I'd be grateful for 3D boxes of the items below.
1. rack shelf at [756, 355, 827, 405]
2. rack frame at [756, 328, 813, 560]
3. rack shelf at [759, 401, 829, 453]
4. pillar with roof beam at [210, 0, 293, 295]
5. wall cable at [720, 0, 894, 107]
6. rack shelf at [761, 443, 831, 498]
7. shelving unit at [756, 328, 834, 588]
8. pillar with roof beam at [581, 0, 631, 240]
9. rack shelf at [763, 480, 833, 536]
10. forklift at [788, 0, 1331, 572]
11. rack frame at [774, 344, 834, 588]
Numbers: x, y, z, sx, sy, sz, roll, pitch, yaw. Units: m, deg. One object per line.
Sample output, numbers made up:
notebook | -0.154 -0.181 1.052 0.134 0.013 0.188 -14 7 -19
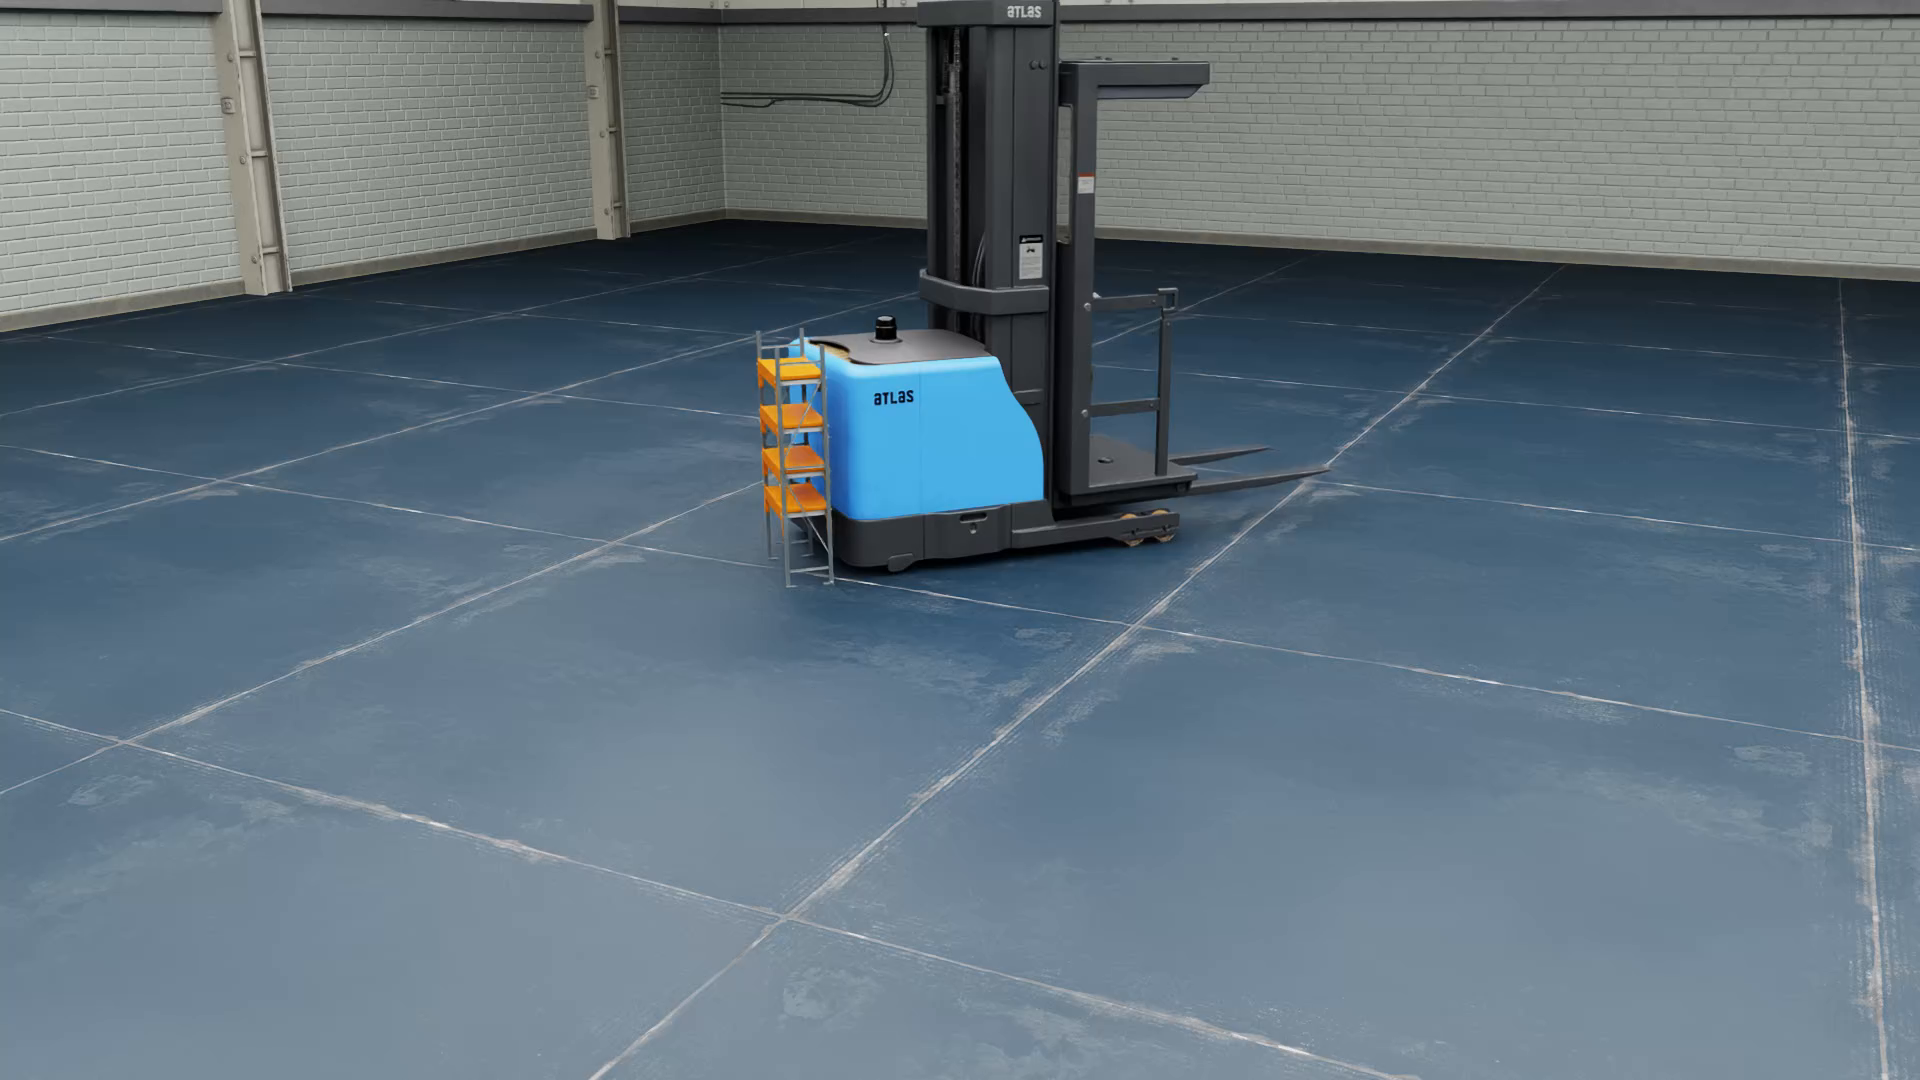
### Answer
rack shelf | -0.832 -0.792 8.197 0.258 0.148 0.480 -6 17 -16
rack frame | -0.896 -0.483 8.534 0.240 1.200 0.015 -6 17 -16
rack shelf | -0.828 -0.566 8.265 0.258 0.148 0.480 -6 17 -16
pillar with roof beam | -3.680 -6.465 14.985 9.100 9.000 0.400 8 18 25
wall cable | -2.351 -7.634 24.377 3.097 2.526 0.112 8 18 25
rack shelf | -0.825 -0.352 8.330 0.258 0.148 0.480 -6 17 -16
shelving unit | -0.826 -0.416 8.310 0.258 1.200 0.503 -6 17 -16
pillar with roof beam | -0.999 -7.993 20.131 9.100 9.000 0.400 8 18 25
rack shelf | -0.821 -0.162 8.387 0.258 0.148 0.480 -6 17 -16
forklift | 0.632 -1.505 8.944 3.031 2.935 1.130 -7 18 -24
rack frame | -0.755 -0.350 8.086 0.240 1.200 0.015 -6 17 -16
